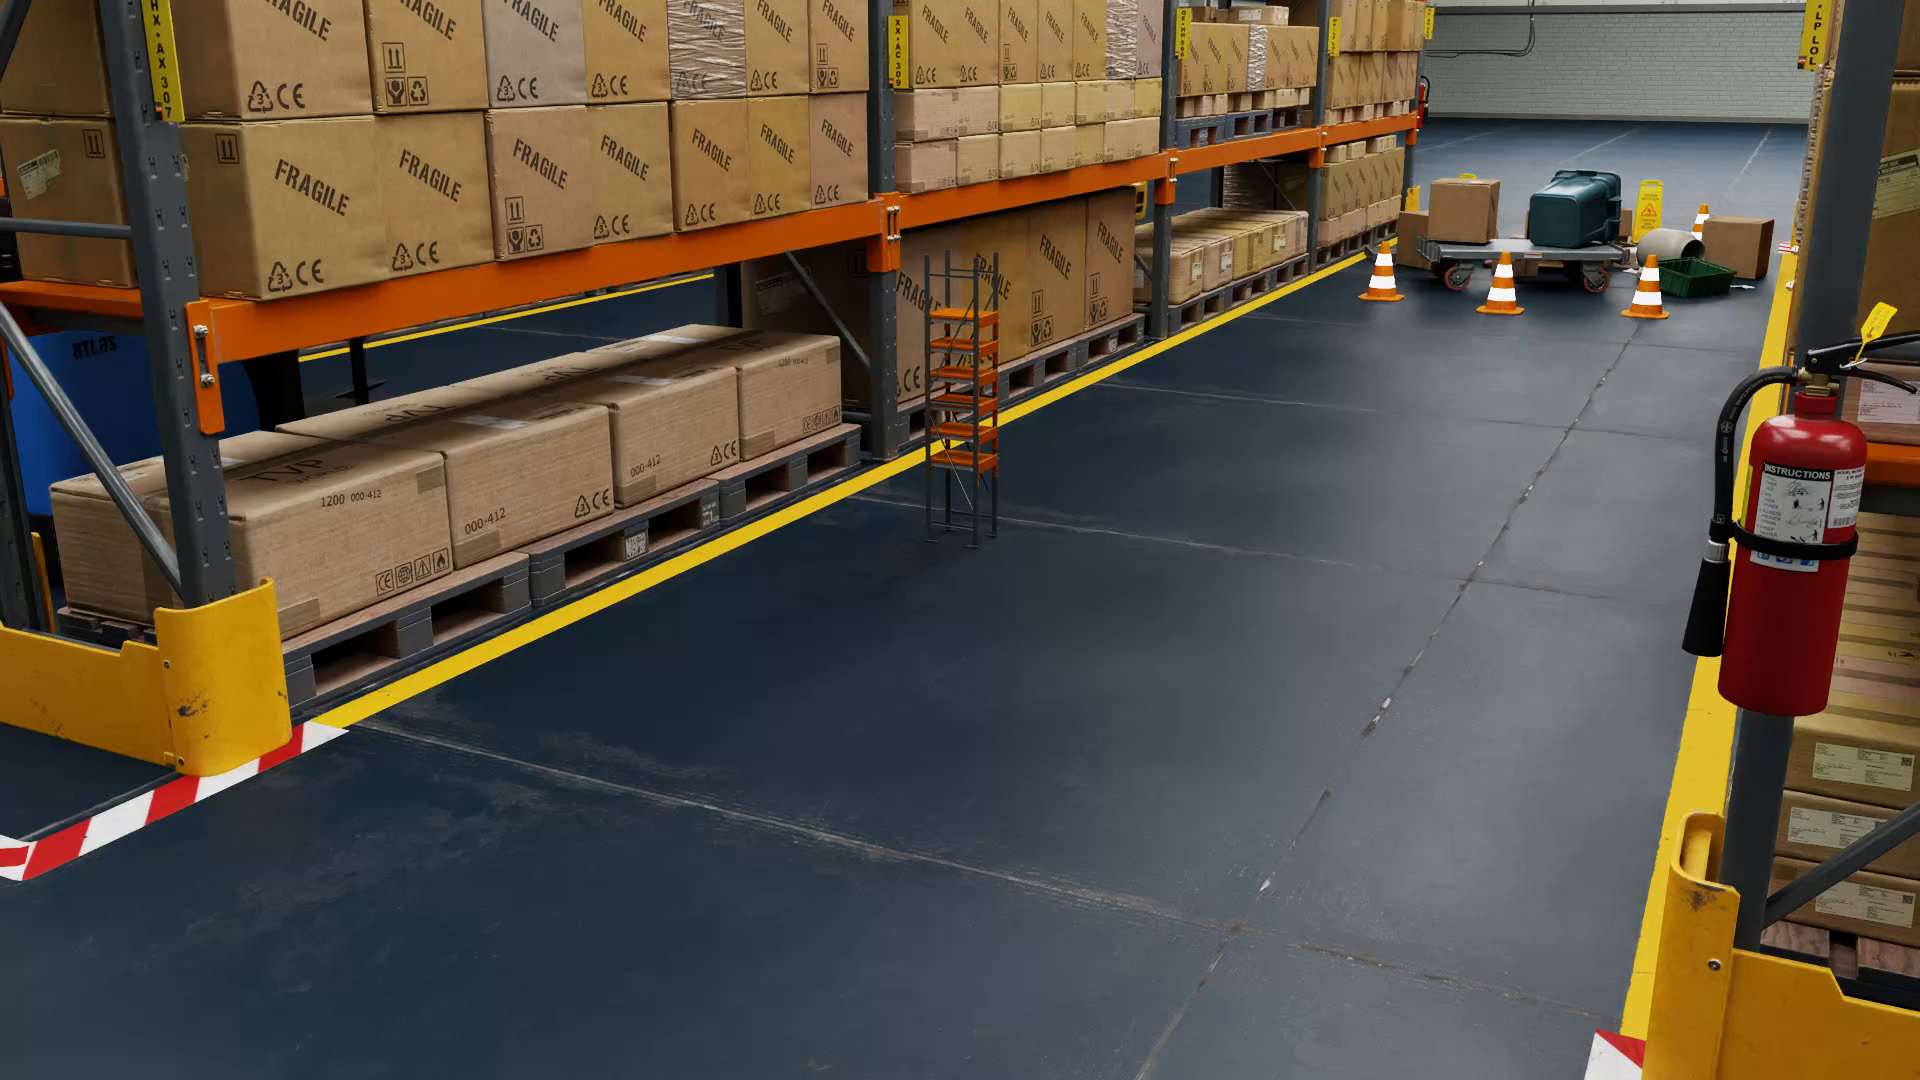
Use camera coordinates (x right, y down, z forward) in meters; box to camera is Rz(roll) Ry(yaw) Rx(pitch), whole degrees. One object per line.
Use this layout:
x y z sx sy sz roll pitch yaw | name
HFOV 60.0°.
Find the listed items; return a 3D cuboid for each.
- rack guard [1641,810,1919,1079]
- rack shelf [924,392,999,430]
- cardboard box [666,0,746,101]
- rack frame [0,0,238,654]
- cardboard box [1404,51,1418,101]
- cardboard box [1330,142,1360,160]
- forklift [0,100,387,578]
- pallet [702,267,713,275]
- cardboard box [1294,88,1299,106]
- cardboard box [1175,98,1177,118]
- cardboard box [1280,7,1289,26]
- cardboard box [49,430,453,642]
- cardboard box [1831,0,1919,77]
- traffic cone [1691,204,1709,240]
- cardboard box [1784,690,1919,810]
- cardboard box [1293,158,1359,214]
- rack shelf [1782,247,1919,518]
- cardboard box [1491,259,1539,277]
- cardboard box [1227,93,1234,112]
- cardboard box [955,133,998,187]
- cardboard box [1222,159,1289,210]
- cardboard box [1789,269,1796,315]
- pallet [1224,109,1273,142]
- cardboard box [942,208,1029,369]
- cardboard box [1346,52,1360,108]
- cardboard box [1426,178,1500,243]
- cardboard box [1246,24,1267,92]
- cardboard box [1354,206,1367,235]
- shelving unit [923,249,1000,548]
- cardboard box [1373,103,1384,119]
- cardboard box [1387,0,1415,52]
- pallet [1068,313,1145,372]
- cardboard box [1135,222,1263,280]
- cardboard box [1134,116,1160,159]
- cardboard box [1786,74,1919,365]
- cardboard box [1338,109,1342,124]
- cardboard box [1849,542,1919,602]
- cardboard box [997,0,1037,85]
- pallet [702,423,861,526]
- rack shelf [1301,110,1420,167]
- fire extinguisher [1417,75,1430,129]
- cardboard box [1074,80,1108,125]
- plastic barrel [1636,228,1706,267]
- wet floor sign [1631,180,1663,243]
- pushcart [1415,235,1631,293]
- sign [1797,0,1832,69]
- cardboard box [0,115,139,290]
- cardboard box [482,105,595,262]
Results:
1.935 0.905 3.100 1.175 0.500 0.348 8 18 25 | rack guard
0.006 -0.536 6.879 0.258 0.103 0.180 8 18 25 | rack shelf
-1.202 -2.010 6.591 0.500 0.500 0.500 8 18 26 | cardboard box
-2.573 -0.878 4.713 1.000 3.000 0.127 8 18 25 | rack frame
4.581 -4.971 17.794 0.500 0.500 0.500 8 18 24 | cardboard box
3.632 -3.760 16.050 0.380 0.149 0.250 9 19 27 | cardboard box
-3.356 -1.640 7.399 1.130 2.935 3.031 5 17 16 | forklift
-2.491 -2.724 15.825 1.003 0.211 1.213 8 18 25 | pallet
2.673 -3.785 14.202 0.380 0.149 0.250 8 18 24 | cardboard box
1.313 -3.056 11.748 0.380 0.149 0.250 7 18 22 | cardboard box
2.489 -4.314 13.706 0.380 0.149 0.250 8 18 24 | cardboard box
-2.367 -0.032 5.627 0.875 0.438 0.875 7 18 24 | cardboard box
1.883 -1.092 2.979 0.500 0.500 0.500 8 18 24 | cardboard box
7.543 -3.179 16.914 0.336 0.463 0.334 8 18 25 | traffic cone
1.911 0.439 3.503 0.380 0.149 0.250 8 18 26 | cardboard box
3.523 -3.431 16.083 0.500 0.500 0.500 9 19 28 | cardboard box
2.794 -0.439 4.497 1.077 0.370 4.000 8 18 25 | rack shelf
5.073 -2.559 15.172 0.258 0.266 0.396 -4 17 -13 | cardboard box
1.904 -3.403 12.918 0.380 0.149 0.250 9 19 28 | cardboard box
-0.123 -2.036 8.873 0.500 0.250 0.500 8 18 24 | cardboard box
2.814 -3.362 15.851 0.500 0.500 0.500 8 18 25 | cardboard box
4.260 -1.143 7.940 0.500 0.250 0.500 7 18 23 | cardboard box
1.850 -3.333 13.316 1.003 0.211 1.213 8 18 25 | pallet
-0.183 -1.479 9.730 0.875 0.875 0.875 9 19 27 | cardboard box
3.439 -4.333 15.646 0.500 0.500 0.500 8 18 25 | cardboard box
4.395 -2.881 14.515 0.500 0.500 0.500 8 18 25 | cardboard box
2.098 -3.789 13.078 0.500 0.500 0.500 7 18 23 | cardboard box
3.758 -3.207 16.645 0.500 0.250 0.500 8 18 25 | cardboard box
0.006 -0.579 6.866 0.258 1.200 0.189 8 18 25 | shelving unit
4.092 -4.376 16.931 0.380 0.149 0.250 8 18 25 | cardboard box
4.175 -5.195 16.791 0.700 0.500 0.500 8 18 25 | cardboard box
0.582 -1.388 11.327 1.003 0.211 1.213 8 18 25 | pallet
1.930 -2.382 13.652 0.950 0.372 0.625 9 19 27 | cardboard box
1.008 -2.682 11.050 0.500 0.250 0.500 7 18 23 | cardboard box
1.871 -0.612 3.118 0.500 0.500 0.500 9 19 26 | cardboard box
3.375 -3.996 15.652 0.380 0.149 0.250 8 18 25 | cardboard box
2.536 0.114 4.598 0.380 0.149 0.250 7 18 24 | cardboard box
0.097 -2.760 9.118 0.500 0.500 0.500 8 18 24 | cardboard box
-1.195 -0.377 7.922 1.003 0.211 1.213 8 18 25 | pallet
3.683 -4.099 16.821 1.077 0.370 4.000 8 18 25 | rack shelf
5.040 -4.887 18.346 0.296 0.674 0.183 8 18 25 | fire extinguisher
0.577 -2.664 10.110 0.500 0.250 0.500 8 18 24 | cardboard box
6.397 -2.580 14.967 0.421 0.421 0.512 -7 18 -22 | plastic barrel
7.292 -3.480 17.609 0.267 0.644 0.232 5 17 16 | wet floor sign
4.851 -2.400 14.443 1.648 0.377 0.936 2 17 6 | pushcart
3.190 -1.918 6.179 0.100 0.325 0.005 8 18 25 | sign
-2.594 -1.083 5.226 0.500 0.500 0.500 8 18 26 | cardboard box
-1.657 -1.272 5.861 0.500 0.500 0.500 8 18 25 | cardboard box
